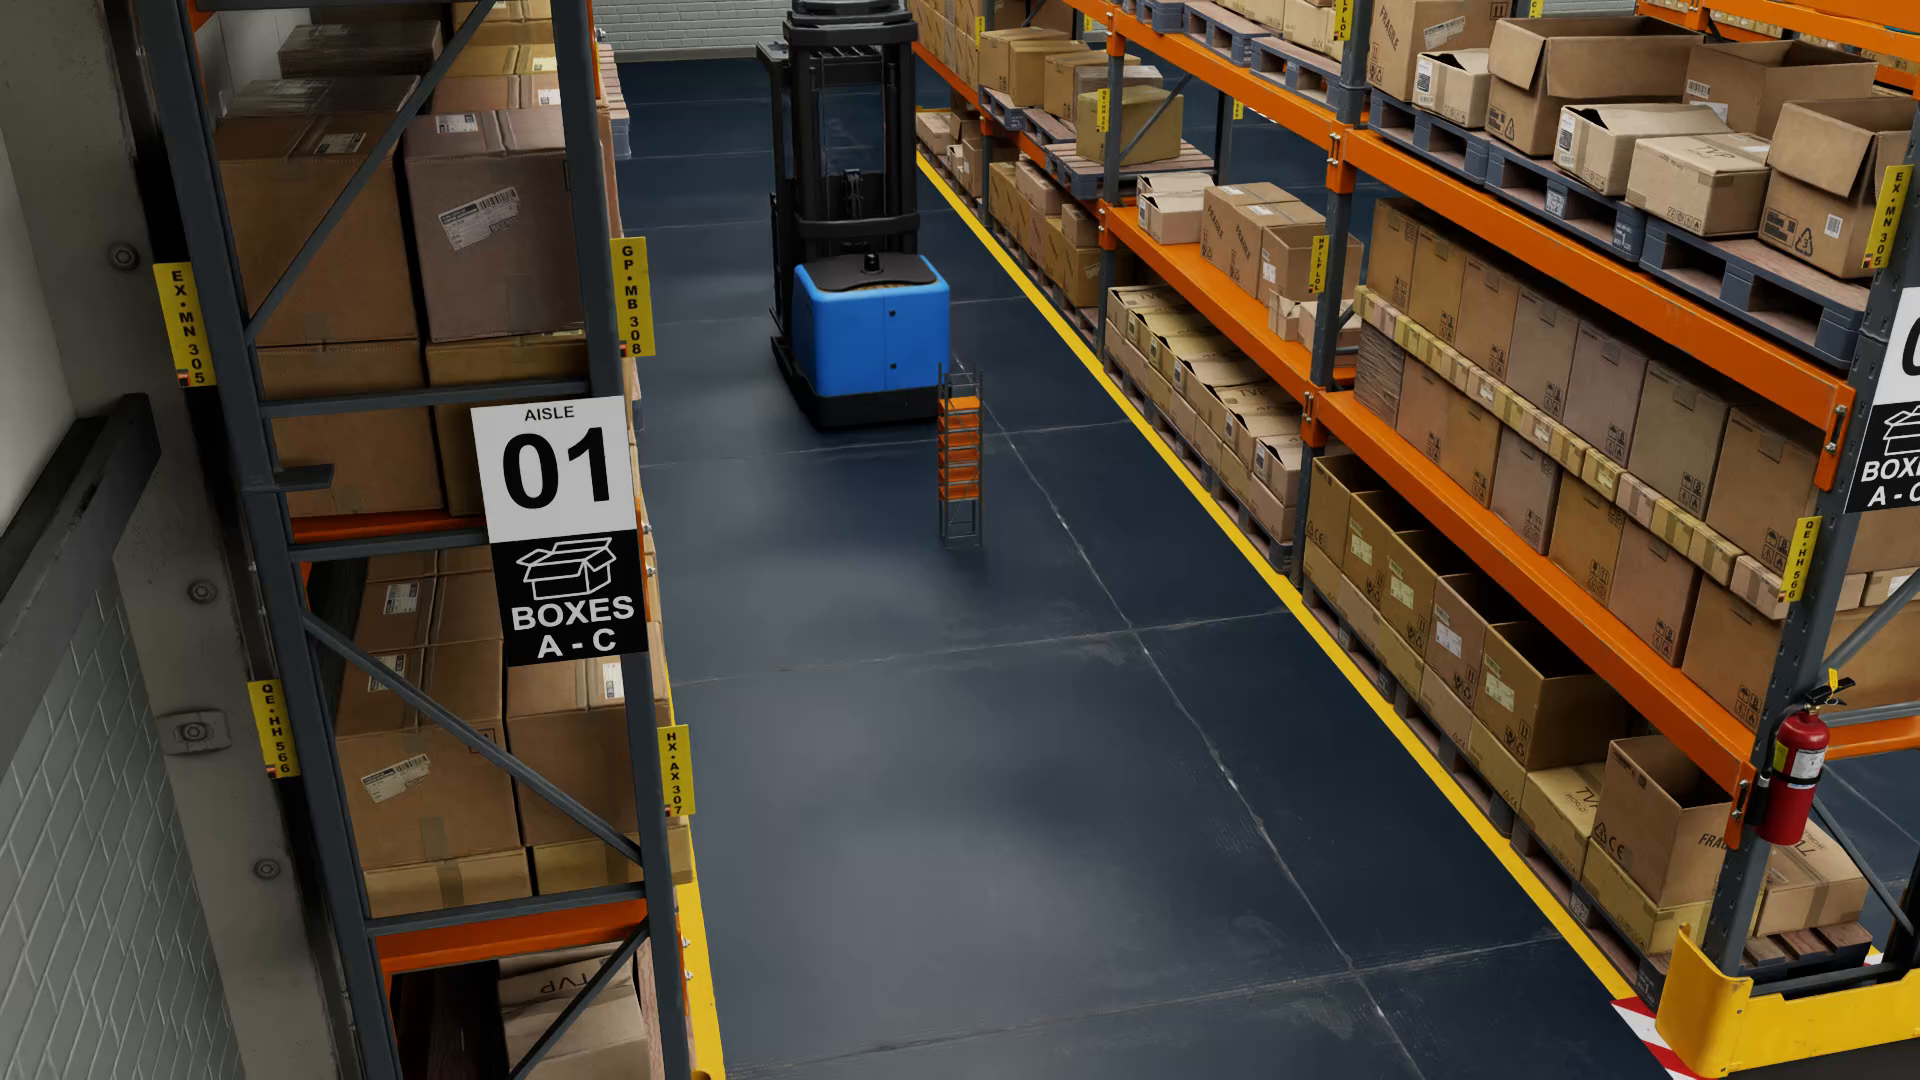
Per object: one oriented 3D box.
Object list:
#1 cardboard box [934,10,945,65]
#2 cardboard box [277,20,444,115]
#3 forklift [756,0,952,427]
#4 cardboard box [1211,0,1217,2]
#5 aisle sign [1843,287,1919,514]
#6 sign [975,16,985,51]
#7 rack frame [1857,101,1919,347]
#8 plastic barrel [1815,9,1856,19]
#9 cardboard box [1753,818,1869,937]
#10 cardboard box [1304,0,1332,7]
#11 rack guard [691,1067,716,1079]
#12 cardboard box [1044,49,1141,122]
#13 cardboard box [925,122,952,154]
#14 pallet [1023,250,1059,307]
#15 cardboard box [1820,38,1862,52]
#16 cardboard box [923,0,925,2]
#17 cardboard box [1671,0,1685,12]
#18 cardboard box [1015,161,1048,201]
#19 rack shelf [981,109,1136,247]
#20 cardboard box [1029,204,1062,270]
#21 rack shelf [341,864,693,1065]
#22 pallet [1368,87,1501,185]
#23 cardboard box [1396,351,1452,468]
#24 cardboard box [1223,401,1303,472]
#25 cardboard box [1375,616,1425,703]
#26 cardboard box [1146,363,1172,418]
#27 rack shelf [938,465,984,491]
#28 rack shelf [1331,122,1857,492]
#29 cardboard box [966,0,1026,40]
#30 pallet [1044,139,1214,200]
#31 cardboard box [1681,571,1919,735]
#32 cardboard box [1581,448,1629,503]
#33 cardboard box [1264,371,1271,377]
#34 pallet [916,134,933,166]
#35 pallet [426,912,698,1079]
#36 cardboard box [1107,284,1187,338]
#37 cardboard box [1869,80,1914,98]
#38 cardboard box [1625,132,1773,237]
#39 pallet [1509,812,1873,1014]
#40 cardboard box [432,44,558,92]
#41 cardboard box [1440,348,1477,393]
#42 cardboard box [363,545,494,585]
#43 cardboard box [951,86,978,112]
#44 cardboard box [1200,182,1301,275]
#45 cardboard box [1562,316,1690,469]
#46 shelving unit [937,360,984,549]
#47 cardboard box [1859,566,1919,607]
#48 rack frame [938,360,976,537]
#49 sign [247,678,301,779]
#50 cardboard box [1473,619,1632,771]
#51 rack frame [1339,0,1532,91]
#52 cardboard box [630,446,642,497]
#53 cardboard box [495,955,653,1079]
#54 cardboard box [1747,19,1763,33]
[{"bbox_3d":[0.011,-5.538,18.283,0.500,0.500,0.500,-6,27,-11],"label":"cardboard box"},{"bbox_3d":[-2.076,-1.533,5.887,0.500,0.500,0.500,-6,27,-12],"label":"cardboard box"},{"bbox_3d":[-0.936,-2.784,13.013,1.130,2.935,3.031,-7,28,-13],"label":"forklift"},{"bbox_3d":[1.920,-3.907,11.534,0.500,0.250,0.500,-5,27,-10],"label":"cardboard box"},{"bbox_3d":[3.159,-0.459,5.446,0.394,0.787,0.004,-6,27,-12],"label":"aisle sign"},{"bbox_3d":[0.199,-4.954,16.274,0.100,0.325,0.005,-6,27,-12],"label":"sign"},{"bbox_3d":[3.431,-2.036,4.796,1.000,3.000,0.127,-6,27,-12],"label":"rack frame"},{"bbox_3d":[6.575,-4.232,12.000,0.600,0.830,0.708,-6,27,-12],"label":"plastic barrel"},{"bbox_3d":[3.526,1.425,7.184,0.500,0.250,0.500,-6,27,-12],"label":"cardboard box"},{"bbox_3d":[2.278,-3.430,9.757,0.500,0.500,0.500,-3,27,-7],"label":"cardboard box"},{"bbox_3d":[-1.412,2.230,5.778,1.175,0.500,0.348,-6,27,-12],"label":"rack guard"},{"bbox_3d":[1.184,-4.088,14.944,0.700,0.500,0.500,-13,30,-25],"label":"cardboard box"},{"bbox_3d":[-0.104,-4.644,19.185,0.500,0.250,0.500,-6,27,-12],"label":"cardboard box"},{"bbox_3d":[1.225,-2.491,15.451,1.003,0.211,1.213,-6,27,-12],"label":"pallet"},{"bbox_3d":[9.991,-5.618,18.831,0.380,0.149,0.250,-6,27,-11],"label":"cardboard box"},{"bbox_3d":[-0.207,-6.422,18.924,0.500,0.500,0.500,-6,27,-11],"label":"cardboard box"},{"bbox_3d":[9.353,-6.859,21.290,0.380,0.149,0.250,-7,28,-13],"label":"cardboard box"},{"bbox_3d":[0.823,-3.365,15.541,0.500,0.250,0.500,-6,27,-11],"label":"cardboard box"},{"bbox_3d":[1.177,-3.426,15.008,1.077,0.370,4.000,-6,27,-12],"label":"rack shelf"},{"bbox_3d":[0.948,-2.794,15.242,0.500,0.500,0.500,-7,28,-14],"label":"cardboard box"},{"bbox_3d":[-1.846,0.590,7.050,1.077,0.370,4.000,-6,27,-12],"label":"rack shelf"},{"bbox_3d":[2.747,-2.041,8.235,1.003,0.211,1.213,-6,27,-12],"label":"pallet"},{"bbox_3d":[2.760,-0.733,8.763,0.700,0.500,0.500,-6,27,-12],"label":"cardboard box"},{"bbox_3d":[2.035,-0.700,10.772,0.500,0.311,0.500,-5,27,-10],"label":"cardboard box"},{"bbox_3d":[2.554,0.601,8.816,0.500,0.250,0.500,-6,27,-12],"label":"cardboard box"},{"bbox_3d":[1.697,-1.122,12.229,0.500,0.250,0.500,-7,28,-13],"label":"cardboard box"},{"bbox_3d":[0.003,-0.382,10.541,0.258,0.103,0.180,-6,27,-12],"label":"rack shelf"},{"bbox_3d":[2.980,-1.253,7.374,1.077,0.370,4.000,-6,27,-12],"label":"rack shelf"},{"bbox_3d":[0.360,-5.312,16.725,0.500,0.500,0.500,-6,27,-11],"label":"cardboard box"},{"bbox_3d":[1.406,-3.074,13.725,1.213,0.211,1.003,-6,27,-12],"label":"pallet"},{"bbox_3d":[3.338,0.392,6.534,0.700,0.500,0.500,-6,27,-12],"label":"cardboard box"},{"bbox_3d":[2.927,-0.293,7.171,0.380,0.149,0.250,-5,27,-10],"label":"cardboard box"},{"bbox_3d":[2.331,-1.205,11.772,0.500,0.311,0.500,-5,27,-10],"label":"cardboard box"},{"bbox_3d":[0.022,-4.753,19.933,1.003,0.211,1.213,-6,27,-12],"label":"pallet"},{"bbox_3d":[-1.561,1.998,6.556,1.003,0.211,1.213,-6,27,-12],"label":"pallet"},{"bbox_3d":[1.460,-1.820,12.990,0.500,0.311,0.500,-5,27,-10],"label":"cardboard box"},{"bbox_3d":[10.542,-4.590,18.407,1.225,0.875,0.875,-6,27,-11],"label":"cardboard box"},{"bbox_3d":[2.914,-1.358,6.328,0.500,0.250,0.500,-6,27,-12],"label":"cardboard box"},{"bbox_3d":[3.217,1.556,7.433,1.003,0.211,1.213,-6,27,-12],"label":"pallet"},{"bbox_3d":[-1.435,-1.335,5.494,0.500,0.500,0.500,-5,27,-10],"label":"cardboard box"},{"bbox_3d":[2.632,-0.862,8.298,0.380,0.149,0.250,-7,28,-13],"label":"cardboard box"},{"bbox_3d":[-1.933,0.237,6.264,0.500,0.500,0.500,-7,28,-13],"label":"cardboard box"},{"bbox_3d":[0.187,-5.248,20.105,0.500,0.500,0.500,-6,27,-12],"label":"cardboard box"},{"bbox_3d":[2.022,-2.179,11.628,0.500,0.500,0.500,-7,28,-14],"label":"cardboard box"},{"bbox_3d":[3.088,-0.662,7.183,0.700,0.500,0.500,-6,27,-11],"label":"cardboard box"},{"bbox_3d":[0.003,-0.529,10.467,0.258,1.200,0.189,-6,27,-12],"label":"shelving unit"},{"bbox_3d":[3.552,0.114,6.364,0.380,0.149,0.250,-6,27,-12],"label":"cardboard box"},{"bbox_3d":[-0.017,-0.569,10.547,0.240,1.200,0.006,-6,27,-12],"label":"rack frame"},{"bbox_3d":[-1.940,0.537,4.722,0.100,0.325,0.005,-6,27,-12],"label":"sign"},{"bbox_3d":[2.780,0.705,7.777,0.500,0.500,0.500,-6,27,-12],"label":"cardboard box"},{"bbox_3d":[2.529,-3.792,8.275,1.000,3.000,0.127,-6,27,-12],"label":"rack frame"},{"bbox_3d":[-1.550,-0.041,6.813,0.500,0.500,0.500,-5,27,-10],"label":"cardboard box"},{"bbox_3d":[-1.463,1.838,6.275,0.500,0.311,0.500,-9,28,-17],"label":"cardboard box"},{"bbox_3d":[9.701,-6.182,19.949,0.380,0.149,0.250,-6,27,-12],"label":"cardboard box"}]
